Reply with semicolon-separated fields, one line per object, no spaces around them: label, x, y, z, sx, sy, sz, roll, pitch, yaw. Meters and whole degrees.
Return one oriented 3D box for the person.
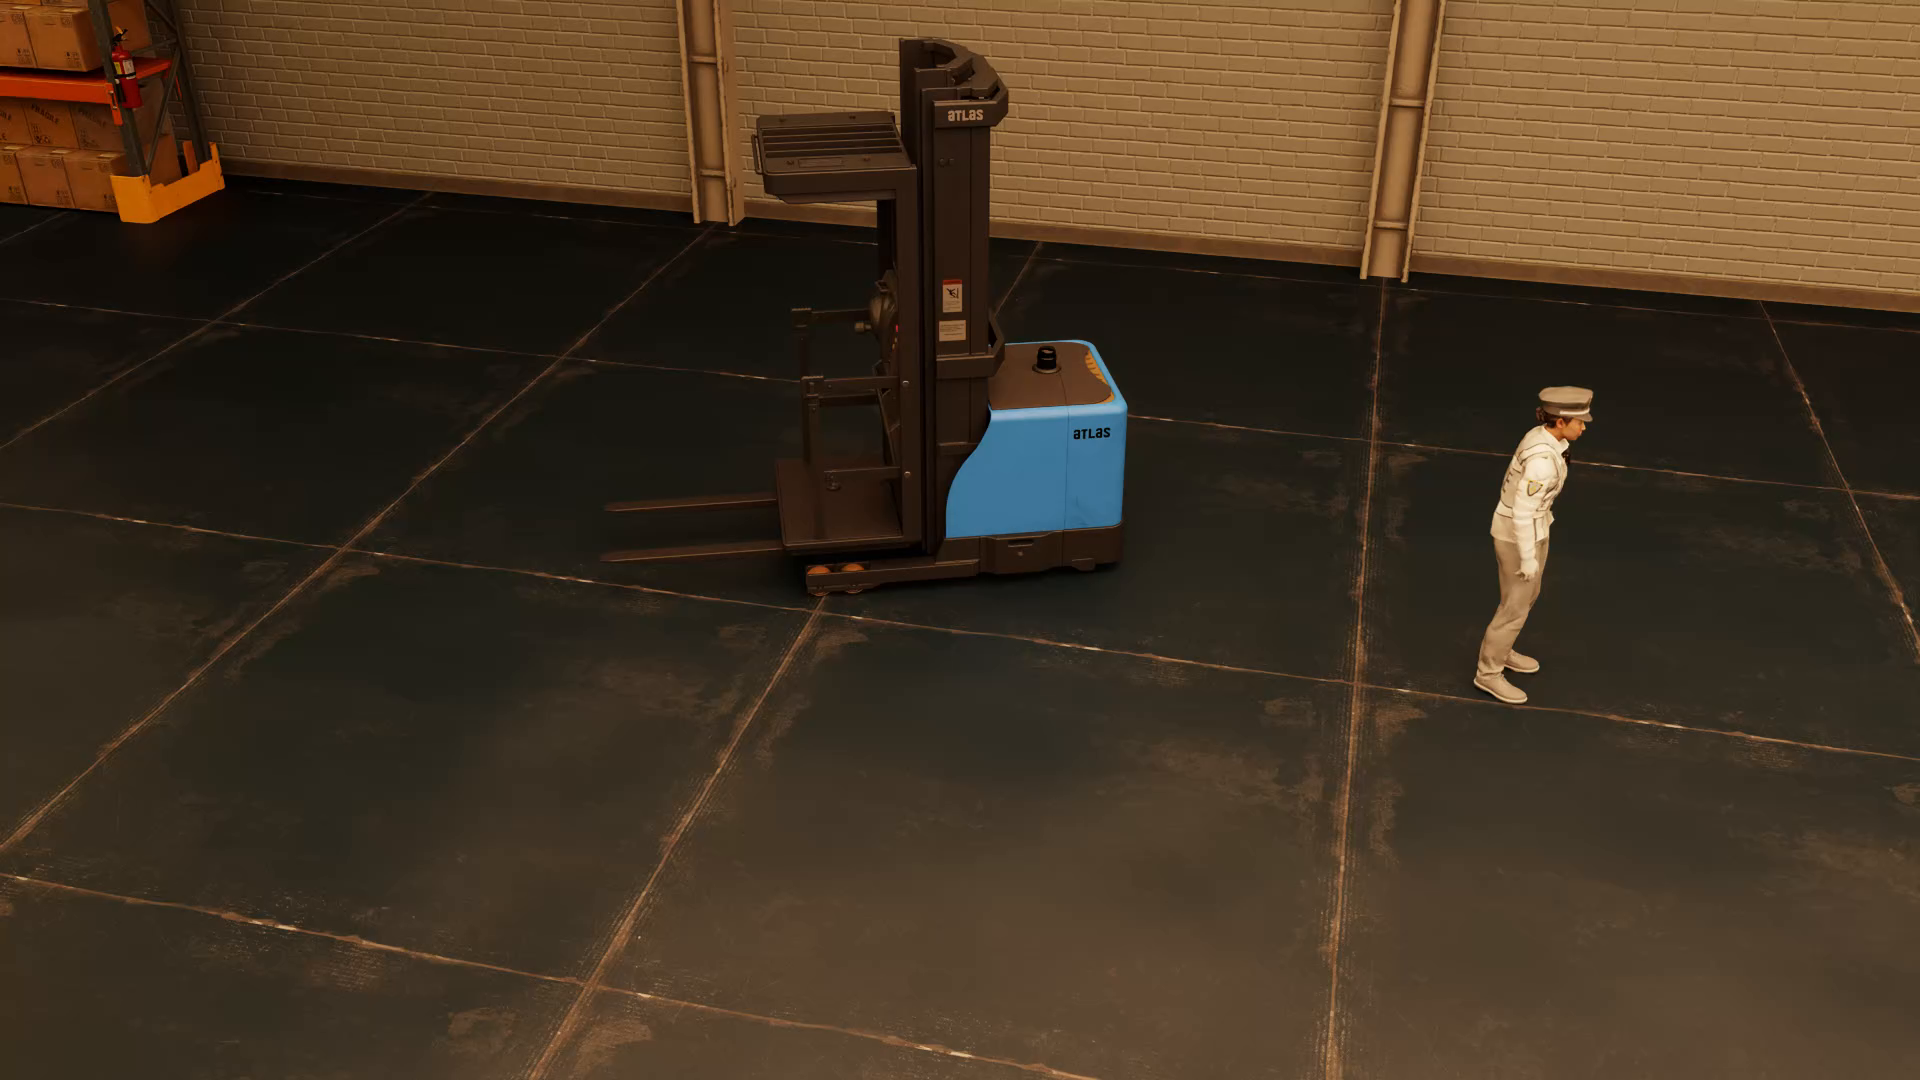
person;2.895;-0.008;8.471;0.373;1.665;0.543;14;32;23

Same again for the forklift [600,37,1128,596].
forklift;-0.602;-1.232;9.345;3.031;2.935;1.130;-4;30;-7
